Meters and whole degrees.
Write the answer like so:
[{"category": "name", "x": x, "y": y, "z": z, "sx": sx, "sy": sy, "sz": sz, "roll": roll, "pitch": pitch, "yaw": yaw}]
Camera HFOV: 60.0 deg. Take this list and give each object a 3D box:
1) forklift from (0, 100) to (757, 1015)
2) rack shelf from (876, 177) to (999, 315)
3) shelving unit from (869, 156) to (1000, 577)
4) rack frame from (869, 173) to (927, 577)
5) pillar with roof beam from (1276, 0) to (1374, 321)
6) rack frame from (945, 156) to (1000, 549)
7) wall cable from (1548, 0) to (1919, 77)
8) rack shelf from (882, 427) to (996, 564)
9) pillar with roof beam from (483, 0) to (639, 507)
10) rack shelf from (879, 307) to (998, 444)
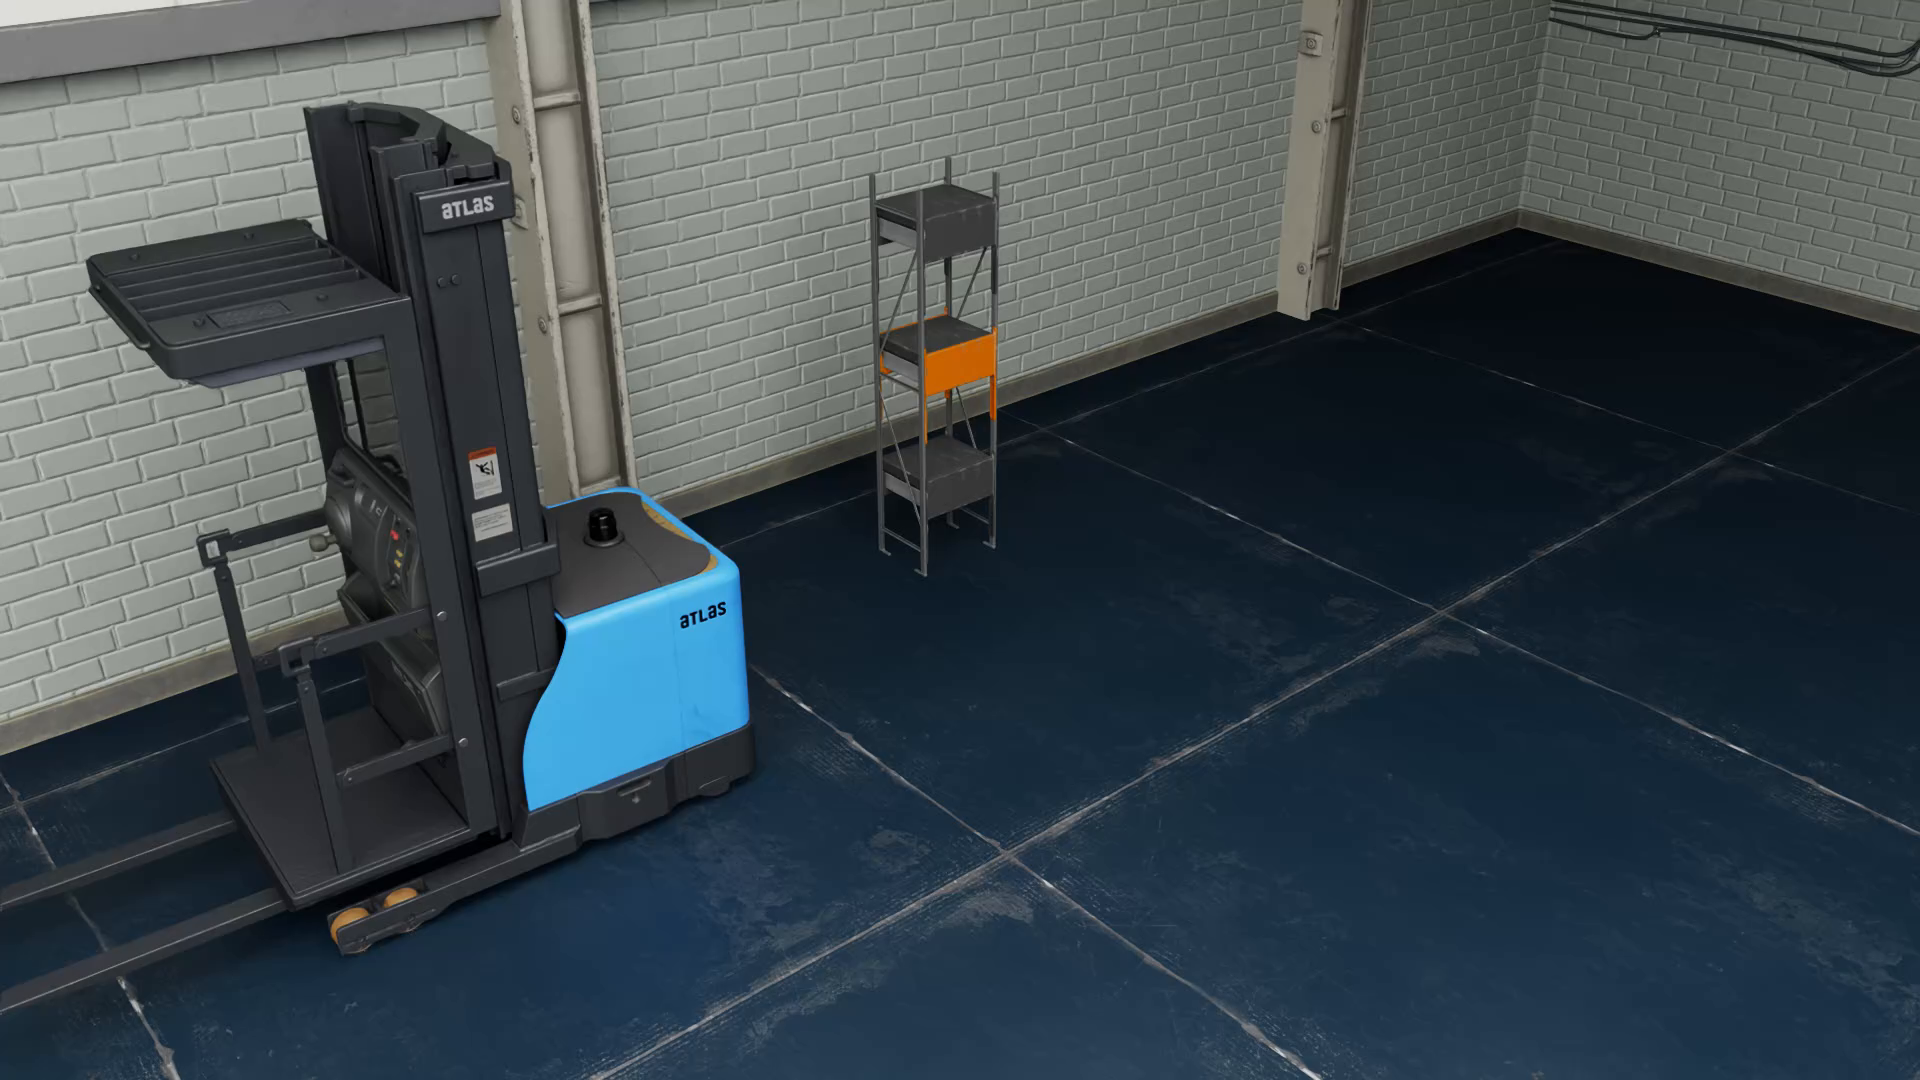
[{"category": "forklift", "x": -2.372, "y": -0.007, "z": 6.154, "sx": 3.031, "sy": 2.935, "sz": 1.130, "roll": -20, "pitch": 34, "yaw": -32}, {"category": "rack shelf", "x": -0.126, "y": -1.481, "z": 8.337, "sx": 0.480, "sy": 0.518, "sz": 0.431, "roll": -22, "pitch": 35, "yaw": -35}, {"category": "shelving unit", "x": -0.126, "y": -0.875, "z": 8.660, "sx": 0.503, "sy": 2.100, "sz": 0.431, "roll": -22, "pitch": 35, "yaw": -35}, {"category": "rack frame", "x": -0.312, "y": -0.801, "z": 8.521, "sx": 0.015, "sy": 2.100, "sz": 0.400, "roll": -22, "pitch": 35, "yaw": -35}, {"category": "pillar with roof beam", "x": 5.396, "y": -4.160, "z": 7.486, "sx": 0.400, "sy": 9.000, "sz": 9.100, "roll": -22, "pitch": 35, "yaw": -35}, {"category": "rack frame", "x": 0.060, "y": -0.950, "z": 8.800, "sx": 0.015, "sy": 2.100, "sz": 0.400, "roll": -22, "pitch": 35, "yaw": -35}, {"category": "wall cable", "x": 5.701, "y": -4.761, "z": 11.906, "sx": 0.112, "sy": 2.526, "sz": 3.097, "roll": -22, "pitch": 35, "yaw": -35}, {"category": "rack shelf", "x": -0.126, "y": -0.246, "z": 8.997, "sx": 0.480, "sy": 0.518, "sz": 0.431, "roll": -22, "pitch": 35, "yaw": -35}, {"category": "pillar with roof beam", "x": 0.832, "y": -2.324, "z": 4.052, "sx": 0.400, "sy": 9.000, "sz": 9.100, "roll": -22, "pitch": 35, "yaw": -35}, {"category": "rack shelf", "x": -0.126, "y": -0.863, "z": 8.667, "sx": 0.480, "sy": 0.518, "sz": 0.431, "roll": -22, "pitch": 35, "yaw": -35}]
